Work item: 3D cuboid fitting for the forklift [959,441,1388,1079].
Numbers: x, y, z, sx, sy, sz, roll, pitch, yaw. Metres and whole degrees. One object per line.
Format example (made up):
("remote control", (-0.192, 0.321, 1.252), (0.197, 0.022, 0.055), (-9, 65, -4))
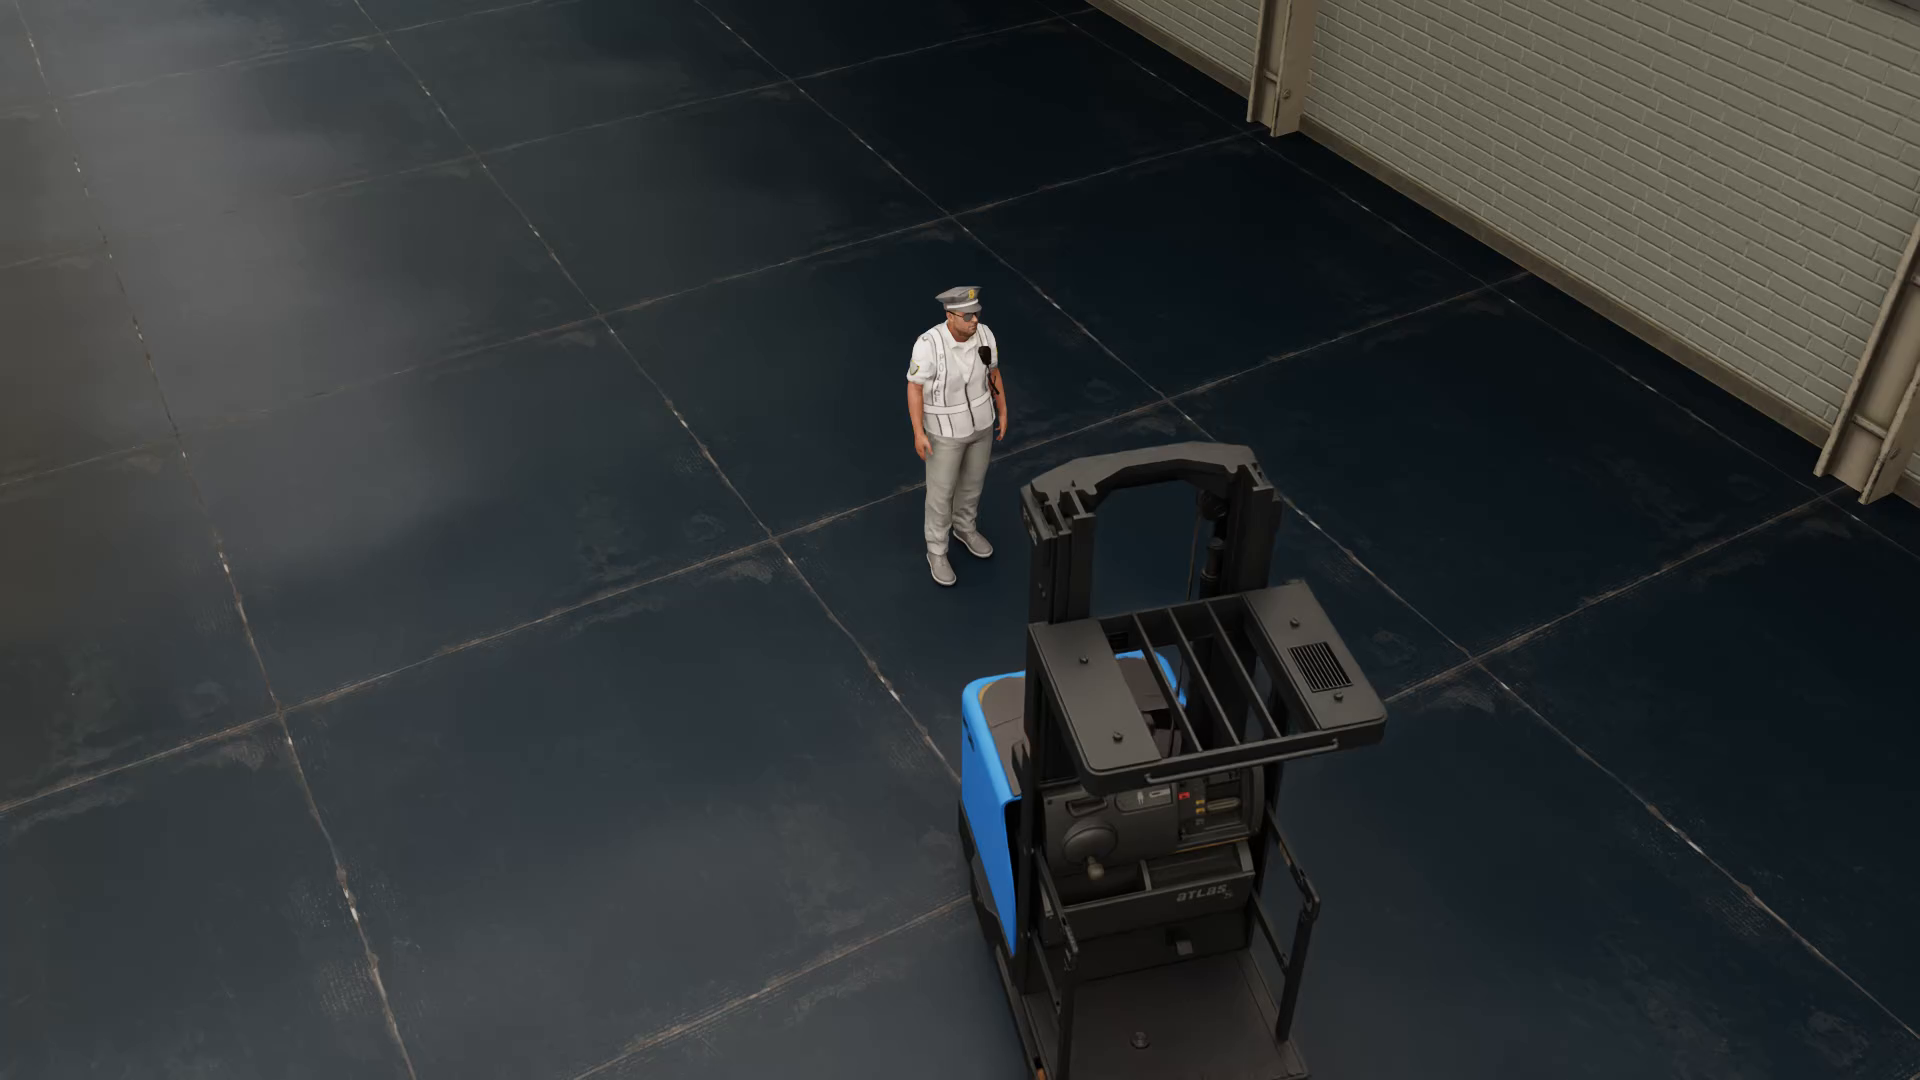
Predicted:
("forklift", (0.844, 1.203, 6.586), (1.130, 2.935, 3.031), (-9, 41, -11))

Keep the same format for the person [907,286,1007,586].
("person", (0.028, -0.645, 9.702), (0.640, 1.781, 0.575), (-20, 44, -23))
